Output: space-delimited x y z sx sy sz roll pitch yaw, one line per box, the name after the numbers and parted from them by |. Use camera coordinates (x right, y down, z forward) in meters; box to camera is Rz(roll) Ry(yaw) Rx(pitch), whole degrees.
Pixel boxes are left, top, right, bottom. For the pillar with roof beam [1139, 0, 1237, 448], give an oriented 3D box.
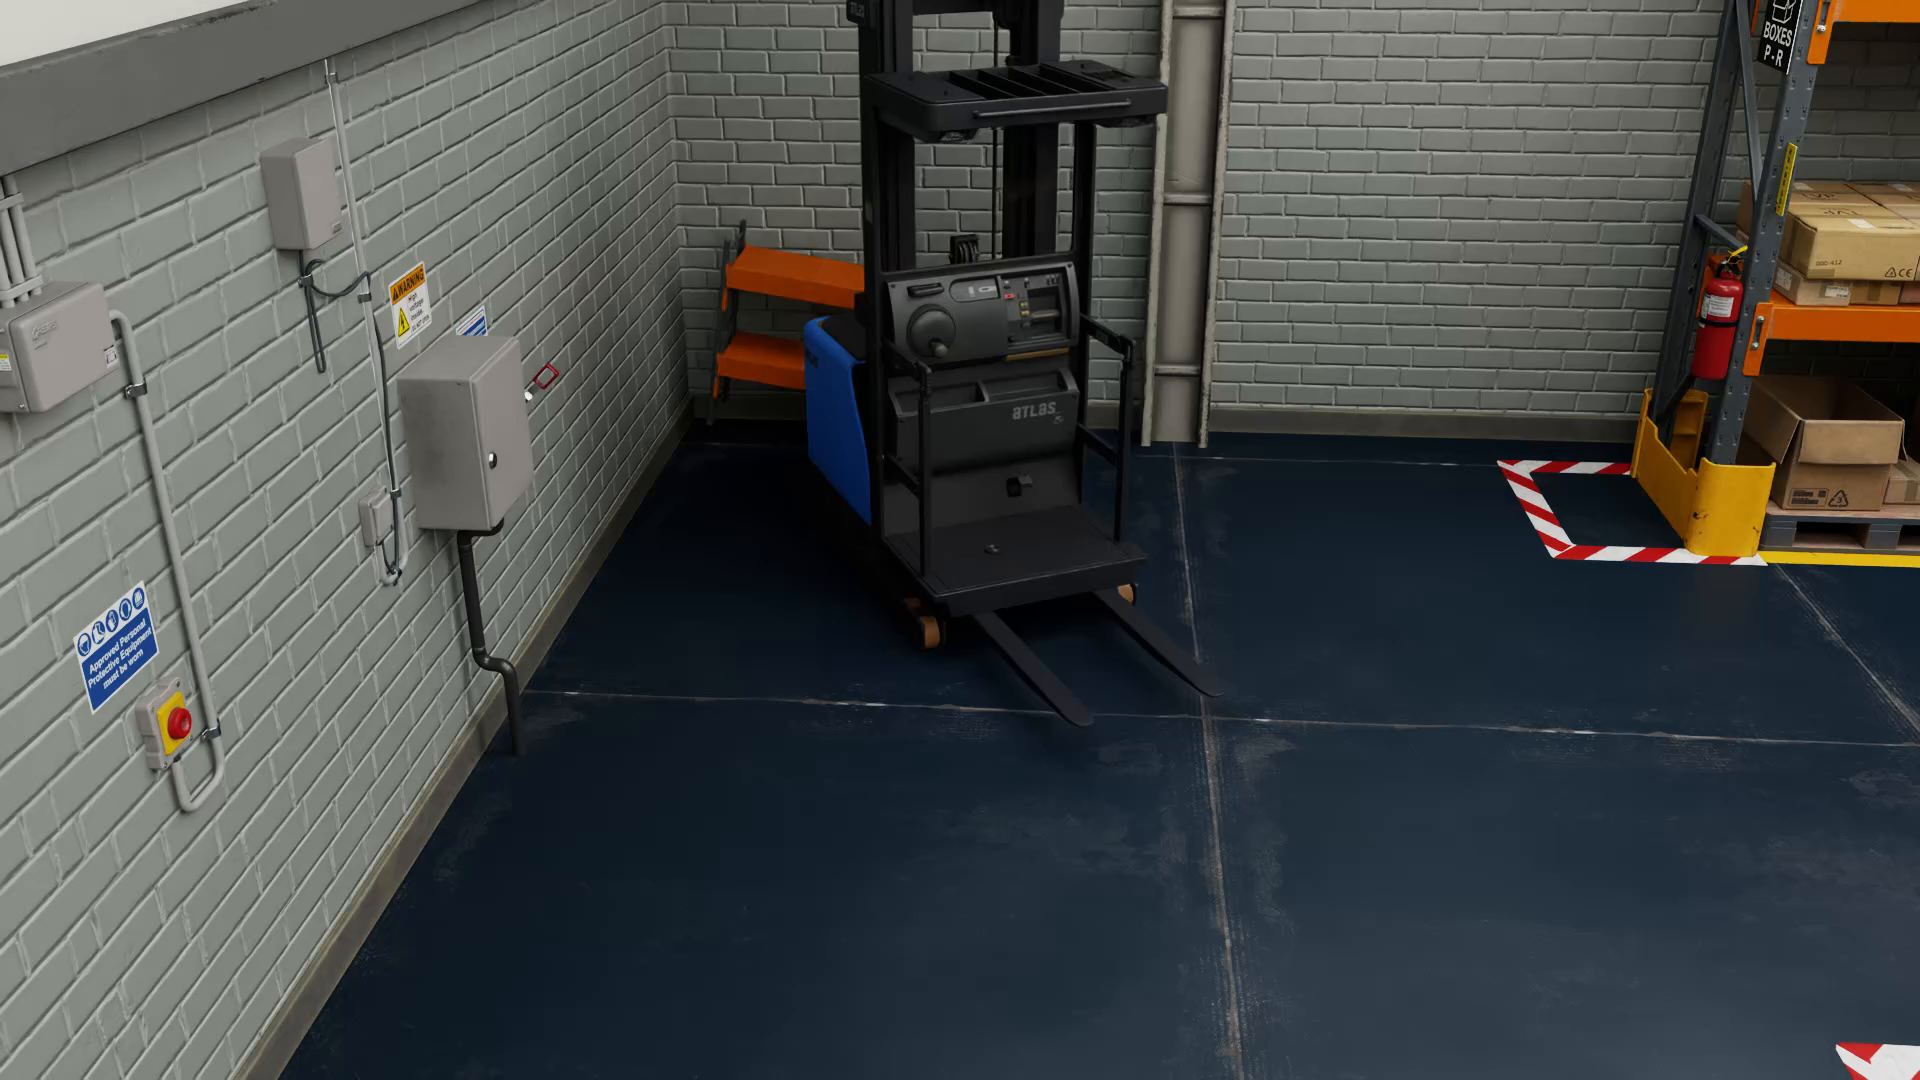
0.964 -2.916 4.322 0.400 9.000 9.100 2 25 4 | pillar with roof beam

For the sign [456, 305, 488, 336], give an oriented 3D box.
-1.950 -0.665 6.721 0.001 0.494 0.329 2 25 4 | sign

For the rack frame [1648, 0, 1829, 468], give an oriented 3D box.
3.913 -1.523 8.472 0.127 3.000 1.000 2 25 4 | rack frame

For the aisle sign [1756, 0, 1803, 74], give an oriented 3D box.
3.822 -2.584 7.667 0.004 0.787 0.394 2 25 4 | aisle sign

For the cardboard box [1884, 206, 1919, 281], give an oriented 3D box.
4.847 -1.447 8.131 0.500 0.250 0.500 2 25 5 | cardboard box

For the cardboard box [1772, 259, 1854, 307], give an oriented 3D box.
4.220 -1.284 8.253 0.250 0.149 0.380 2 25 4 | cardboard box

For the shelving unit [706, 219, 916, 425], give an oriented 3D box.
-0.879 -1.199 9.827 1.048 1.125 0.538 10 25 1 | shelving unit

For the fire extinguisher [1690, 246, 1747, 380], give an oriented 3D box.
3.731 -1.131 8.158 0.183 0.674 0.296 2 25 4 | fire extinguisher

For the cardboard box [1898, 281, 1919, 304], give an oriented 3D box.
4.741 -1.301 8.290 0.250 0.149 0.380 2 25 3 | cardboard box

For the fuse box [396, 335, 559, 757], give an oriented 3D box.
-1.781 0.089 6.509 0.414 1.711 0.539 2 25 4 | fuse box

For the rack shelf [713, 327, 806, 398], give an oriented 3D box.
-0.916 -0.980 9.930 1.000 0.278 0.538 10 25 1 | rack shelf

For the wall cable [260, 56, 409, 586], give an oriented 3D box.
-1.990 -0.678 5.420 0.122 1.984 0.588 2 25 4 | wall cable

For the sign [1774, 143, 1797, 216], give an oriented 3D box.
3.871 -1.690 7.799 0.005 0.325 0.100 2 25 4 | sign

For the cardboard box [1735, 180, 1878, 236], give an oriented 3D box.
4.392 -1.686 8.649 0.500 0.250 0.500 3 25 6 | cardboard box

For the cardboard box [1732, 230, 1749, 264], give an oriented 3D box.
4.264 -1.510 8.744 0.250 0.149 0.380 2 25 3 | cardboard box

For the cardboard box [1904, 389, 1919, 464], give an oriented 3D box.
5.365 -0.476 8.684 0.500 0.500 0.700 3 25 6 | cardboard box

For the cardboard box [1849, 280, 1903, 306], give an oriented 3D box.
4.477 -1.295 8.277 0.250 0.149 0.380 2 25 5 | cardboard box

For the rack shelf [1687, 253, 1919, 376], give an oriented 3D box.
5.907 -1.132 8.483 4.000 0.370 1.077 2 25 4 | rack shelf

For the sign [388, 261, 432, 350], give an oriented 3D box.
-1.992 -0.855 6.031 0.001 0.242 0.339 2 25 4 | sign

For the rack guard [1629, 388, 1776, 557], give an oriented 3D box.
3.989 -0.385 8.989 0.348 0.500 1.175 2 25 4 | rack guard

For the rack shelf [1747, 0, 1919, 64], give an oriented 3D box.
5.907 -2.495 7.856 4.000 0.370 1.077 2 25 4 | rack shelf

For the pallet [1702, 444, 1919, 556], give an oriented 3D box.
4.784 -0.229 8.995 1.213 0.211 1.003 2 25 4 | pallet

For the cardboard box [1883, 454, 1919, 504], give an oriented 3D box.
4.936 -0.330 8.787 0.250 0.149 0.380 1 25 2 | cardboard box

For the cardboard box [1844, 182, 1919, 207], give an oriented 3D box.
4.906 -1.669 8.613 0.500 0.250 0.500 2 25 4 | cardboard box

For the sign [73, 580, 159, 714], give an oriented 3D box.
-2.152 0.270 4.251 0.001 0.218 0.327 2 25 4 | sign

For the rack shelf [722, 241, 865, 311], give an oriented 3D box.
-0.834 -1.460 9.703 1.000 0.278 0.538 10 25 1 | rack shelf

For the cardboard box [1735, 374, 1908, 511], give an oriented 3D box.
4.515 -0.521 8.778 0.637 0.503 0.797 1 25 2 | cardboard box

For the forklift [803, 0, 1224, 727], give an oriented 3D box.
0.199 -1.026 7.473 1.130 2.935 3.031 -10 26 -20 | forklift

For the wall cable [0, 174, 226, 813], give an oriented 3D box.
-2.087 -0.101 4.128 0.123 1.953 0.585 2 25 4 | wall cable

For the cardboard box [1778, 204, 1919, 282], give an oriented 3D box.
4.345 -1.463 8.165 0.500 0.250 0.500 2 25 4 | cardboard box

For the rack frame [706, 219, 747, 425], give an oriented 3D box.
-1.379 -1.287 9.831 0.032 1.125 0.500 10 25 1 | rack frame
